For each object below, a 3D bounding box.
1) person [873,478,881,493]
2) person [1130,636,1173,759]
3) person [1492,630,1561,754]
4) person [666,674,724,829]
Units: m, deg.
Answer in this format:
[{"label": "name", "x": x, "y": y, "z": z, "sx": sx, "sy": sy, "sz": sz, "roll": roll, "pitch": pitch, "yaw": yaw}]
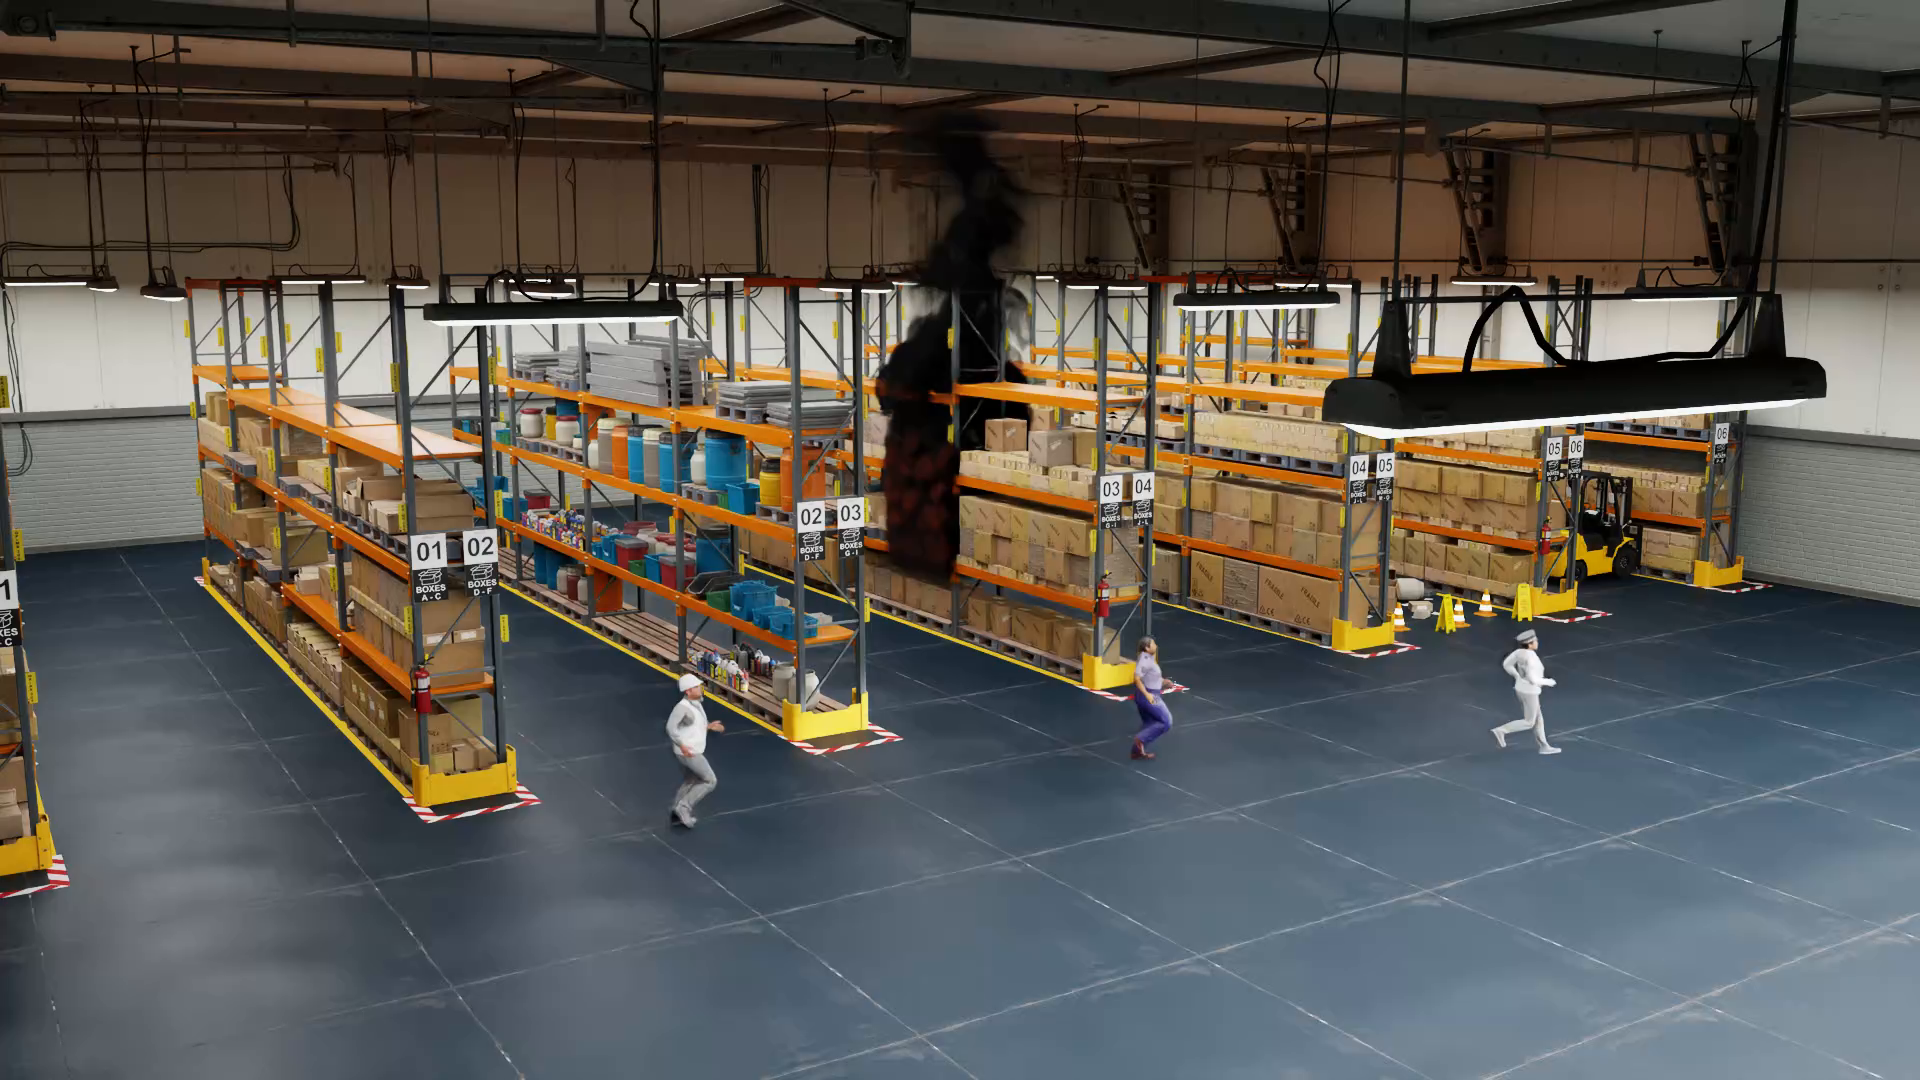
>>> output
[{"label": "person", "x": -1.952, "y": -1.481, "z": 42.146, "sx": 0.688, "sy": 1.604, "sz": 0.552, "roll": -3, "pitch": 10, "yaw": -15}, {"label": "person", "x": 2.445, "y": 2.014, "z": 21.202, "sx": 0.559, "sy": 1.599, "sz": 0.604, "roll": 0, "pitch": 10, "yaw": -3}, {"label": "person", "x": 7.294, "y": 1.955, "z": 21.346, "sx": 0.949, "sy": 1.656, "sz": 0.630, "roll": 0, "pitch": 10, "yaw": -2}, {"label": "person", "x": -2.977, "y": 2.357, "z": 18.714, "sx": 0.645, "sy": 1.744, "sz": 0.639, "roll": 0, "pitch": 10, "yaw": -2}]
